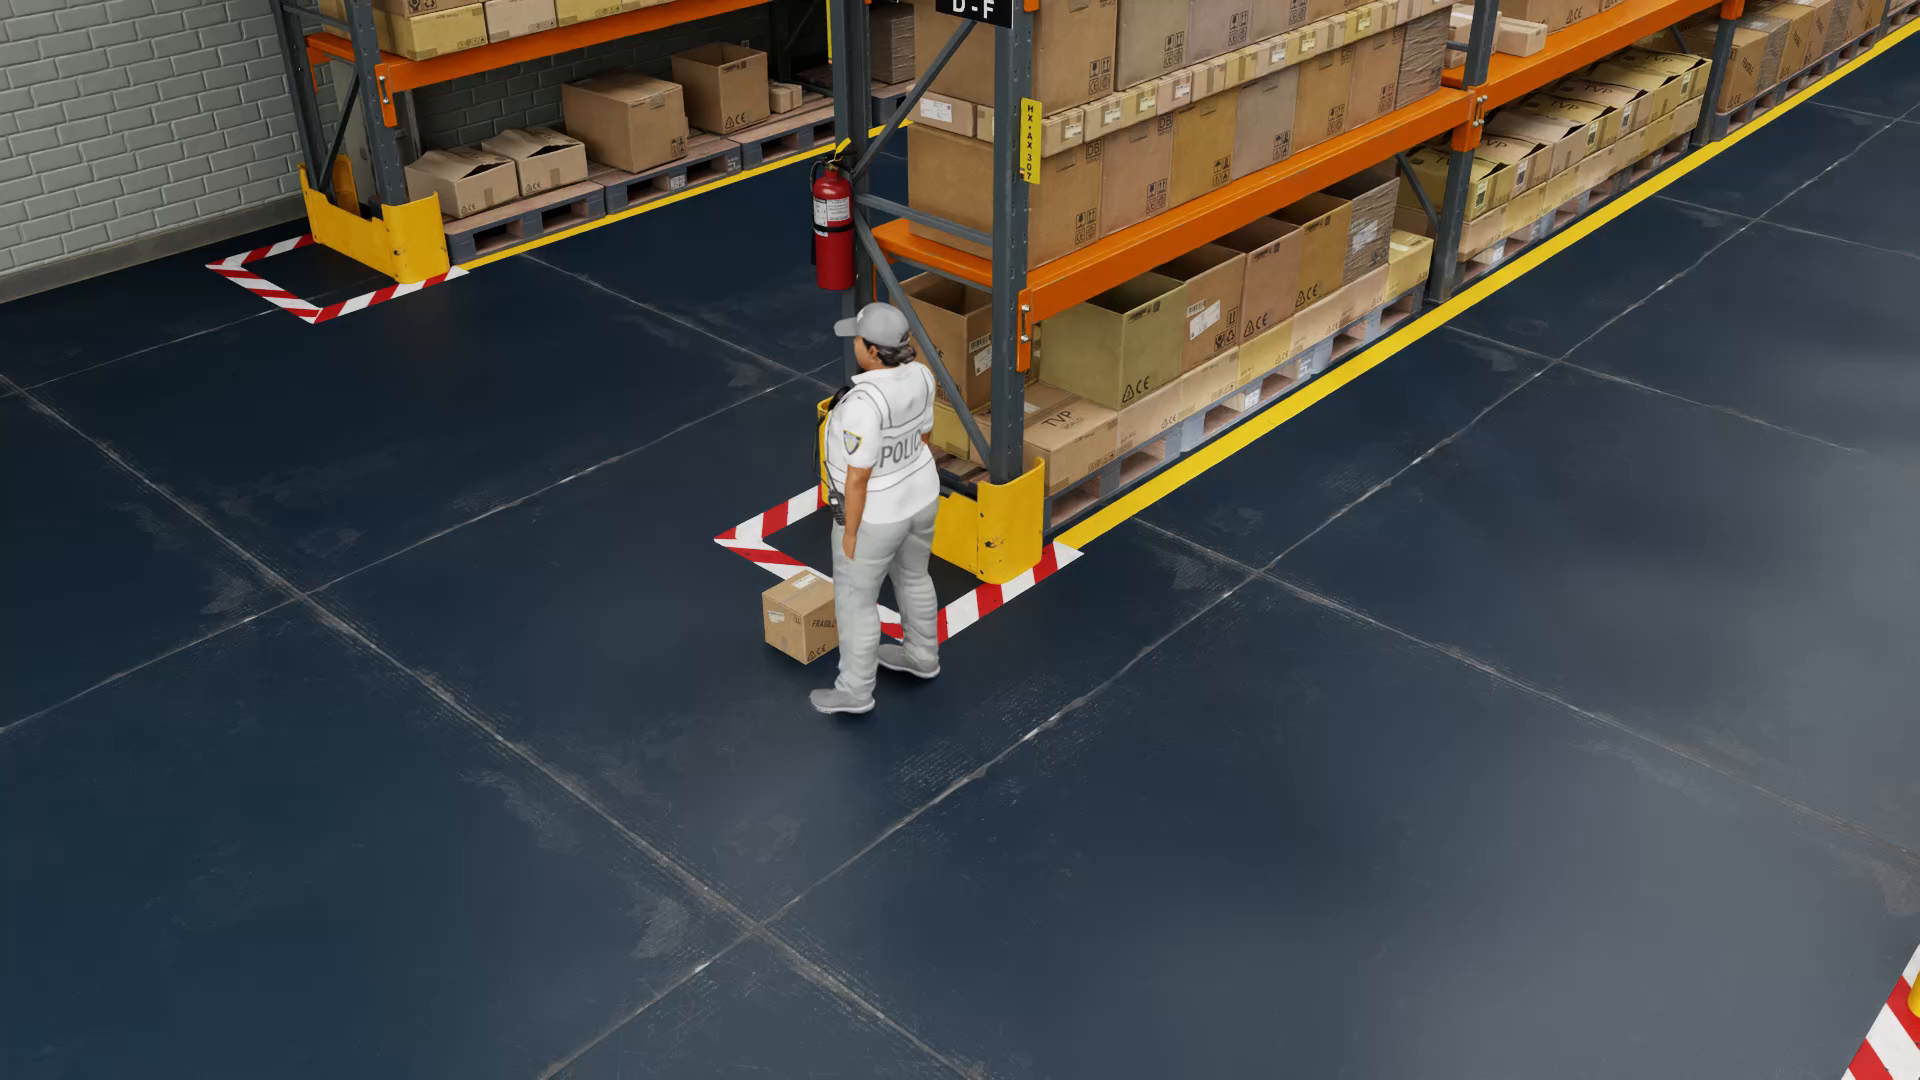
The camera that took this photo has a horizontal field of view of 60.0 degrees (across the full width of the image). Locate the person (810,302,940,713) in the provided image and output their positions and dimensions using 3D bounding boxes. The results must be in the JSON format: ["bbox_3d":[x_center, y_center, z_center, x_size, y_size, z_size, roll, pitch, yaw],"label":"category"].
[{"bbox_3d":[-0.313,-0.106,6.305,0.411,1.698,0.521,21,37,31],"label":"person"}]
